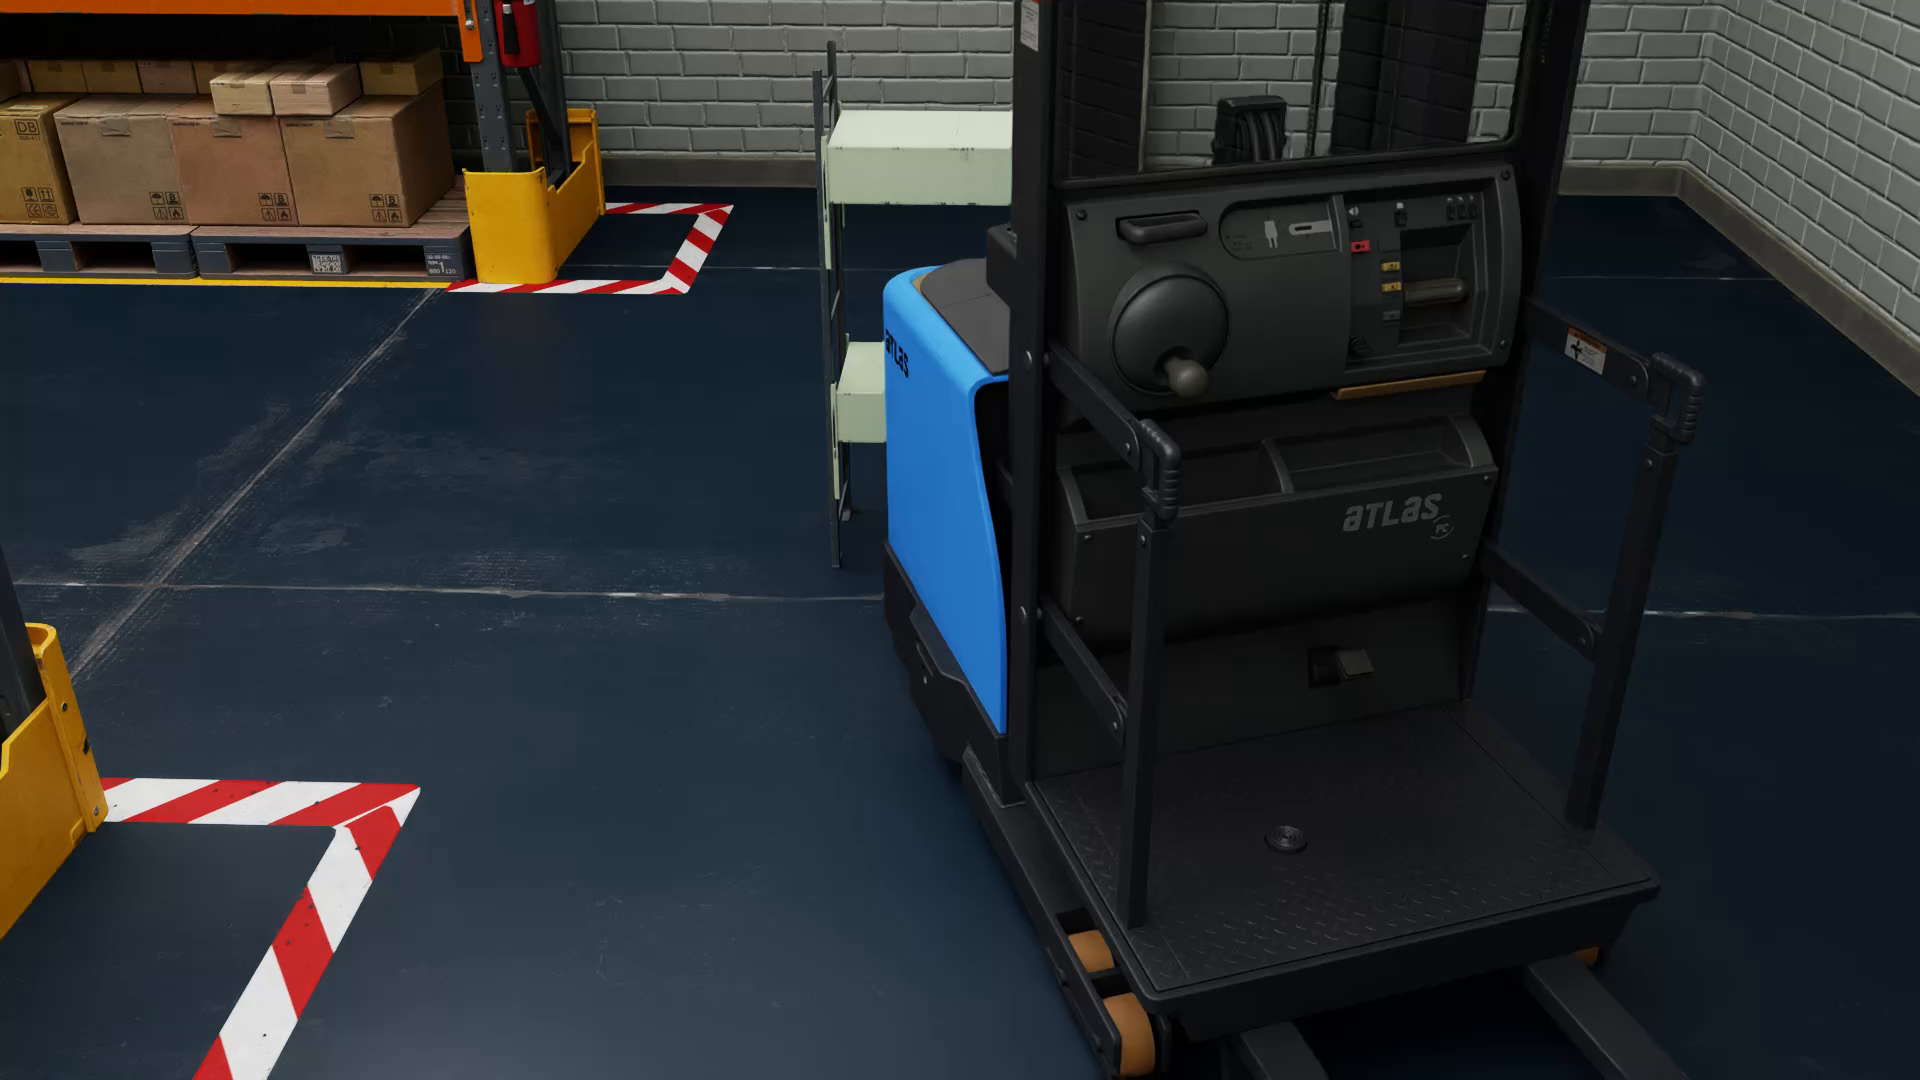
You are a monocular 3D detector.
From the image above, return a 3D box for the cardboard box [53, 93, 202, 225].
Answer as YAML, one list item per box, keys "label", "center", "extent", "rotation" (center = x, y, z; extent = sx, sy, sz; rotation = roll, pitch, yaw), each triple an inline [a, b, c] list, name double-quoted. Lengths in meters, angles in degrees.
- label: "cardboard box"
  center: [-3.701, -1.799, 7.661]
  extent: [0.500, 0.500, 0.700]
  rotation: [0, 28, 0]

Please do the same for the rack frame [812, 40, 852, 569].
- label: "rack frame"
  center: [-0.372, -0.669, 4.910]
  extent: [0.023, 1.500, 0.400]
  rotation: [1, 28, 2]

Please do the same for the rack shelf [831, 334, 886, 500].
- label: "rack shelf"
  center: [-0.007, -0.375, 5.052]
  extent: [0.720, 0.370, 0.431]
  rotation: [1, 28, 2]

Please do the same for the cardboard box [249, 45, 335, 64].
- label: "cardboard box"
  center: [-3.072, -2.169, 7.667]
  extent: [0.250, 0.149, 0.380]
  rotation: [1, 28, 2]

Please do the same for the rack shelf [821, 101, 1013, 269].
- label: "rack shelf"
  center: [-0.007, -1.008, 4.716]
  extent: [0.720, 0.370, 0.431]
  rotation: [1, 28, 2]

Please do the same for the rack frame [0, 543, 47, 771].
- label: "rack frame"
  center: [-2.166, -0.418, 2.836]
  extent: [0.127, 3.000, 1.000]
  rotation: [1, 28, 2]

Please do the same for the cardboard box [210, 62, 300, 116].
- label: "cardboard box"
  center: [-3.088, -1.990, 7.329]
  extent: [0.250, 0.149, 0.380]
  rotation: [2, 28, 3]

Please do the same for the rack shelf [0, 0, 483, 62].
- label: "rack shelf"
  center: [-3.994, -2.452, 7.441]
  extent: [4.000, 0.370, 1.077]
  rotation: [1, 28, 2]

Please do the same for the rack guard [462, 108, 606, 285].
- label: "rack guard"
  center: [-1.971, -1.632, 7.795]
  extent: [0.348, 0.500, 1.175]
  rotation: [1, 28, 2]

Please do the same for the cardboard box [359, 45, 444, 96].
- label: "cardboard box"
  center: [-2.566, -2.161, 7.652]
  extent: [0.250, 0.149, 0.380]
  rotation: [1, 28, 2]

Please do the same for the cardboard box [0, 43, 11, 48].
- label: "cardboard box"
  center: [-4.596, -2.194, 7.714]
  extent: [0.250, 0.149, 0.380]
  rotation: [0, 28, 0]

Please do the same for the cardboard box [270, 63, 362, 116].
- label: "cardboard box"
  center: [-2.833, -1.986, 7.322]
  extent: [0.250, 0.149, 0.380]
  rotation: [1, 28, 1]

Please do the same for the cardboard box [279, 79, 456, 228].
- label: "cardboard box"
  center: [-2.698, -1.783, 7.631]
  extent: [0.500, 0.500, 0.700]
  rotation: [1, 28, 2]

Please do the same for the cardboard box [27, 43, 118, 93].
- label: "cardboard box"
  center: [-4.086, -2.185, 7.698]
  extent: [0.250, 0.149, 0.380]
  rotation: [0, 28, 1]

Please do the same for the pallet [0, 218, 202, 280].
- label: "pallet"
  center: [-4.013, -1.503, 7.860]
  extent: [1.213, 0.211, 1.003]
  rotation: [1, 28, 2]

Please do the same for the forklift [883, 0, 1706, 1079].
- label: "forklift"
  center: [0.712, -0.449, 2.968]
  extent: [1.130, 2.935, 3.031]
  rotation: [-8, 29, -15]

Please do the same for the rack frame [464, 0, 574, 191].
- label: "rack frame"
  center: [-1.995, -2.737, 7.210]
  extent: [0.127, 3.000, 1.000]
  rotation: [1, 28, 2]

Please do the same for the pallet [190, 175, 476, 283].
- label: "pallet"
  center: [-2.797, -1.481, 7.819]
  extent: [1.213, 0.211, 1.003]
  rotation: [1, 28, 2]

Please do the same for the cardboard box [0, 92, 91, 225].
- label: "cardboard box"
  center: [-4.234, -1.804, 7.672]
  extent: [0.500, 0.500, 0.700]
  rotation: [2, 28, 3]

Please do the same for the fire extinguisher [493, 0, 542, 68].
- label: "fire extinguisher"
  center: [-1.860, -2.319, 6.904]
  extent: [0.183, 0.674, 0.296]
  rotation: [1, 28, 2]

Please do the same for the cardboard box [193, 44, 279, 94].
- label: "cardboard box"
  center: [-3.322, -2.173, 7.675]
  extent: [0.250, 0.149, 0.380]
  rotation: [1, 28, 2]

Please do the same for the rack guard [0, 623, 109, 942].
- label: "rack guard"
  center: [-2.242, 0.685, 3.424]
  extent: [0.348, 0.500, 1.175]
  rotation: [1, 28, 2]

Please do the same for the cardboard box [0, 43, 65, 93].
- label: "cardboard box"
  center: [-4.344, -2.189, 7.705]
  extent: [0.250, 0.149, 0.380]
  rotation: [1, 28, 2]

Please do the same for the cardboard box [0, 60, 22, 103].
- label: "cardboard box"
  center: [-4.391, -2.011, 7.368]
  extent: [0.250, 0.149, 0.380]
  rotation: [0, 28, 0]

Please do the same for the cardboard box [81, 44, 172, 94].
- label: "cardboard box"
  center: [-3.833, -2.181, 7.690]
  extent: [0.250, 0.149, 0.380]
  rotation: [1, 28, 2]

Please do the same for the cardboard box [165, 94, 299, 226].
- label: "cardboard box"
  center: [-3.198, -1.791, 7.646]
  extent: [0.500, 0.500, 0.700]
  rotation: [1, 28, 2]

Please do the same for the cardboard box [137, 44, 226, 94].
- label: "cardboard box"
  center: [-3.577, -2.177, 7.682]
  extent: [0.250, 0.149, 0.380]
  rotation: [1, 28, 3]

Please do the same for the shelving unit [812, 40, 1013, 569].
- label: "shelving unit"
  center: [-0.007, -0.663, 4.899]
  extent: [0.755, 1.500, 0.431]
  rotation: [1, 28, 2]

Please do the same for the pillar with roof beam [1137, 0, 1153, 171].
- label: "pillar with roof beam"
  center: [0.582, -3.733, 2.683]
  extent: [0.400, 9.000, 9.100]
  rotation: [1, 28, 2]
